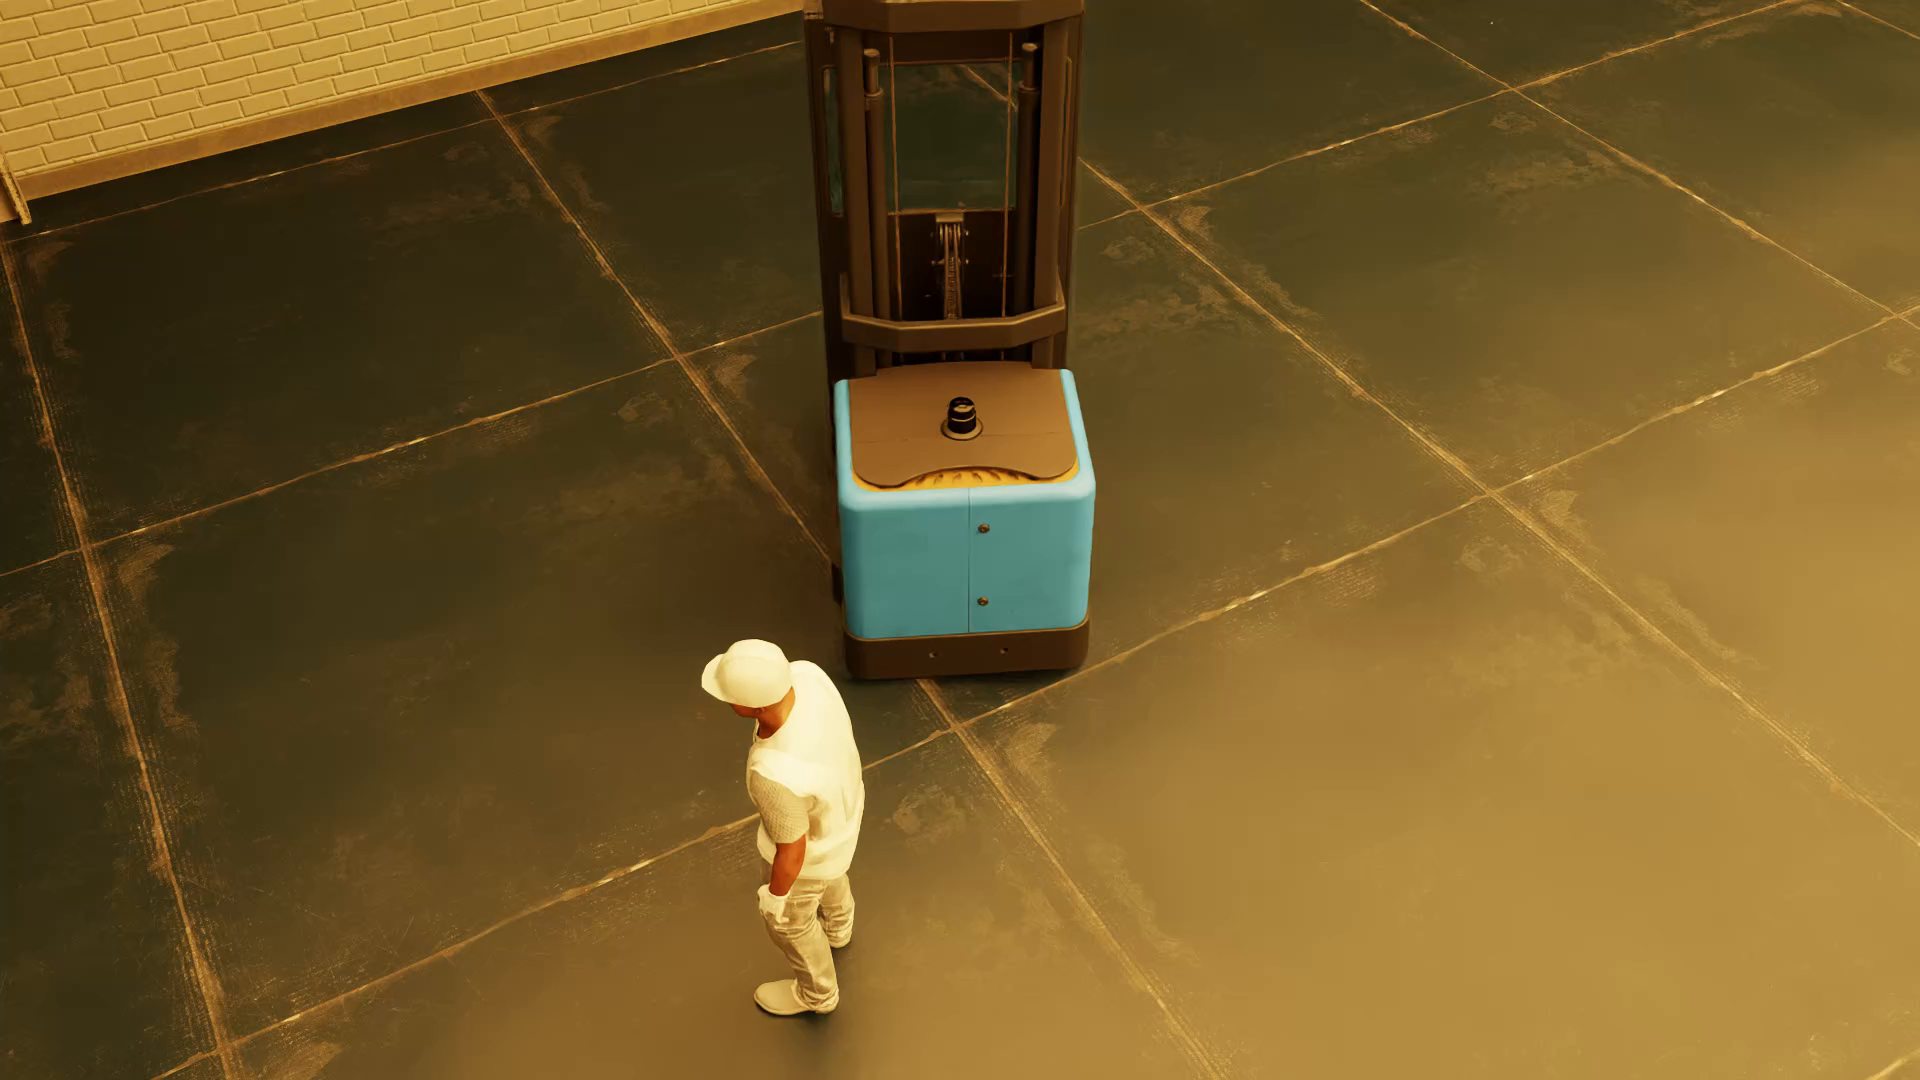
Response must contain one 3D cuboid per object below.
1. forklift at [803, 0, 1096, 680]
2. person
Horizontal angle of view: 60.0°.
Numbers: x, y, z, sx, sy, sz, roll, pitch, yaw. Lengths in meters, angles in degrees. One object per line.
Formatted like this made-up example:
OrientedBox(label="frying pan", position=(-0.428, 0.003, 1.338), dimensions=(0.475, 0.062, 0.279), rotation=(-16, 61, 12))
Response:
OrientedBox(label="forklift", position=(-0.082, -1.474, 7.287), dimensions=(1.130, 2.935, 3.031), rotation=(-3, 43, -3))
OrientedBox(label="person", position=(-0.548, 0.957, 5.520), dimensions=(0.451, 1.773, 0.624), rotation=(6, 43, 6))
